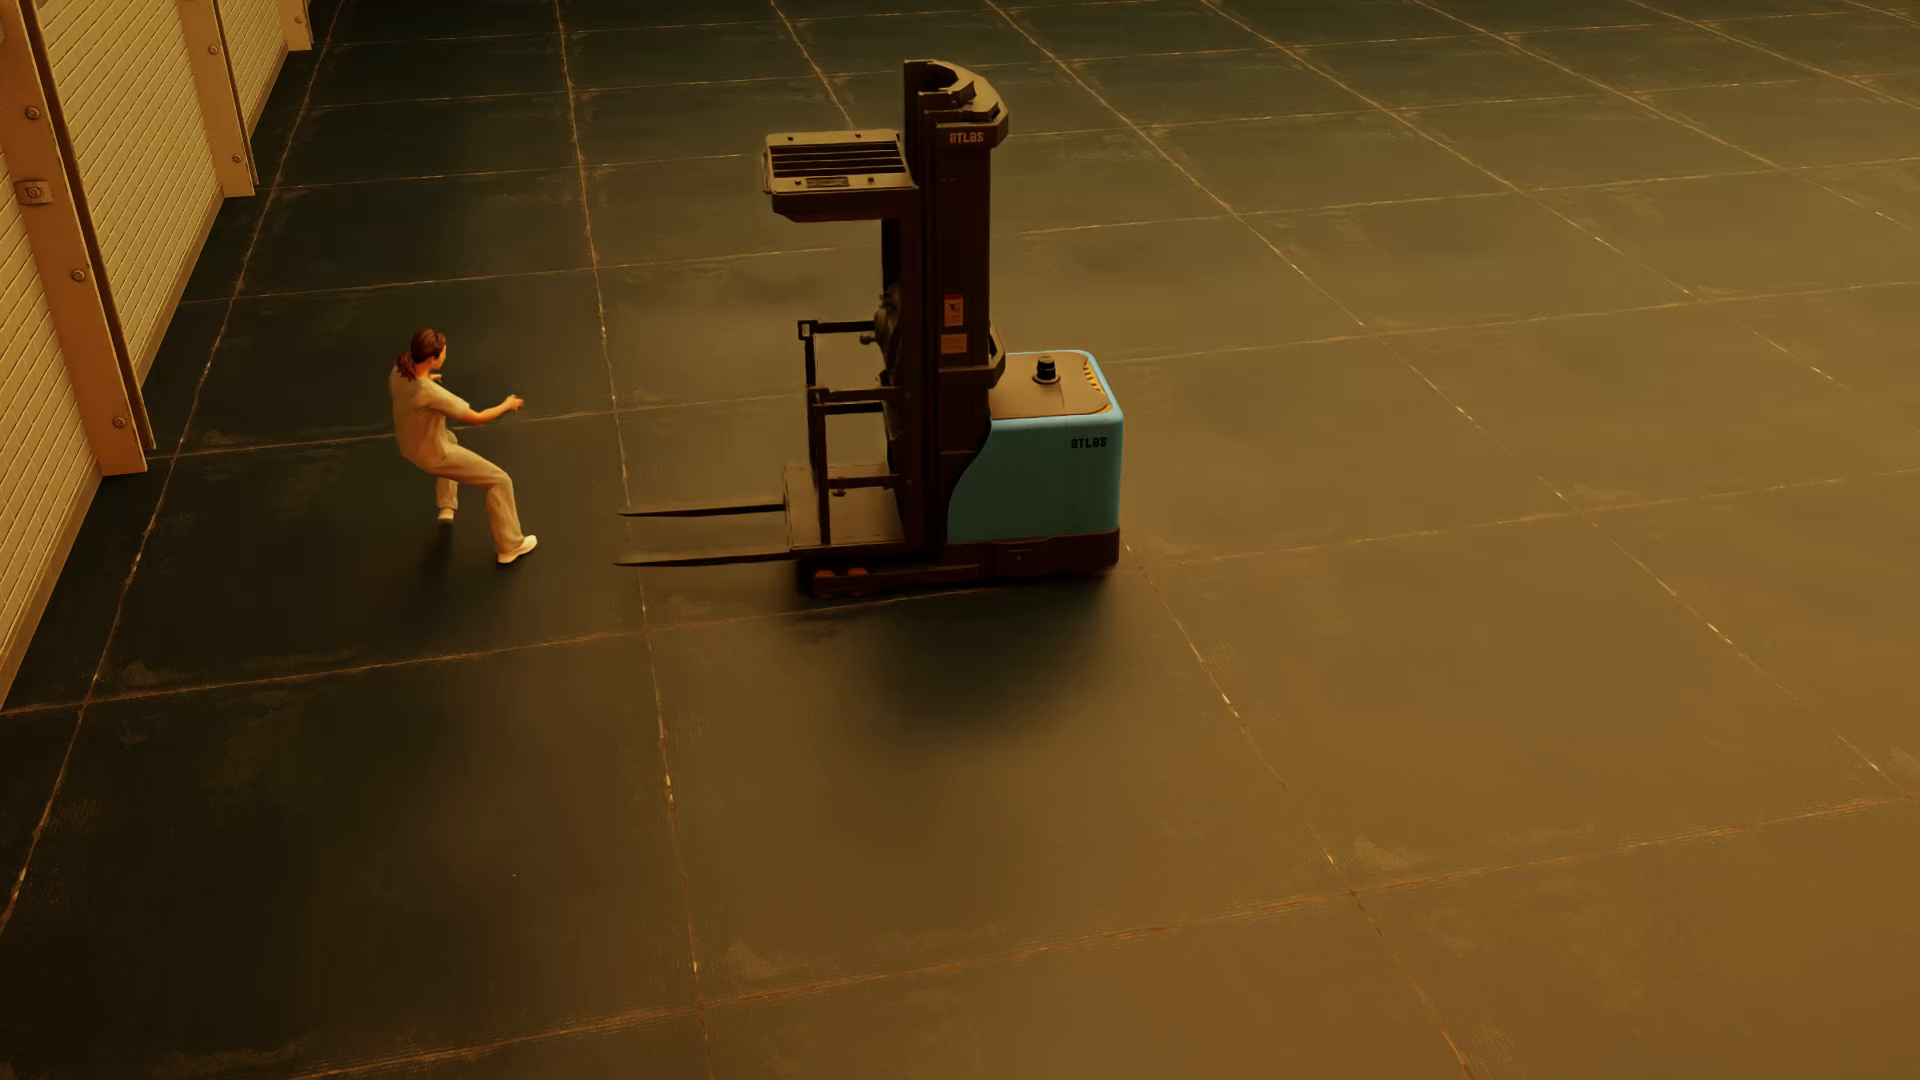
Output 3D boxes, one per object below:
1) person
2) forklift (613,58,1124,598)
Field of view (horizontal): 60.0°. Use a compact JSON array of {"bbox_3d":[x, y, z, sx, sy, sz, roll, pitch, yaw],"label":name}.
[{"bbox_3d":[-3.066,-0.650,10.145,0.872,1.479,0.703,23,37,34],"label":"person"},{"bbox_3d":[-0.594,-1.204,9.654,3.031,2.935,1.130,-4,30,-7],"label":"forklift"}]
